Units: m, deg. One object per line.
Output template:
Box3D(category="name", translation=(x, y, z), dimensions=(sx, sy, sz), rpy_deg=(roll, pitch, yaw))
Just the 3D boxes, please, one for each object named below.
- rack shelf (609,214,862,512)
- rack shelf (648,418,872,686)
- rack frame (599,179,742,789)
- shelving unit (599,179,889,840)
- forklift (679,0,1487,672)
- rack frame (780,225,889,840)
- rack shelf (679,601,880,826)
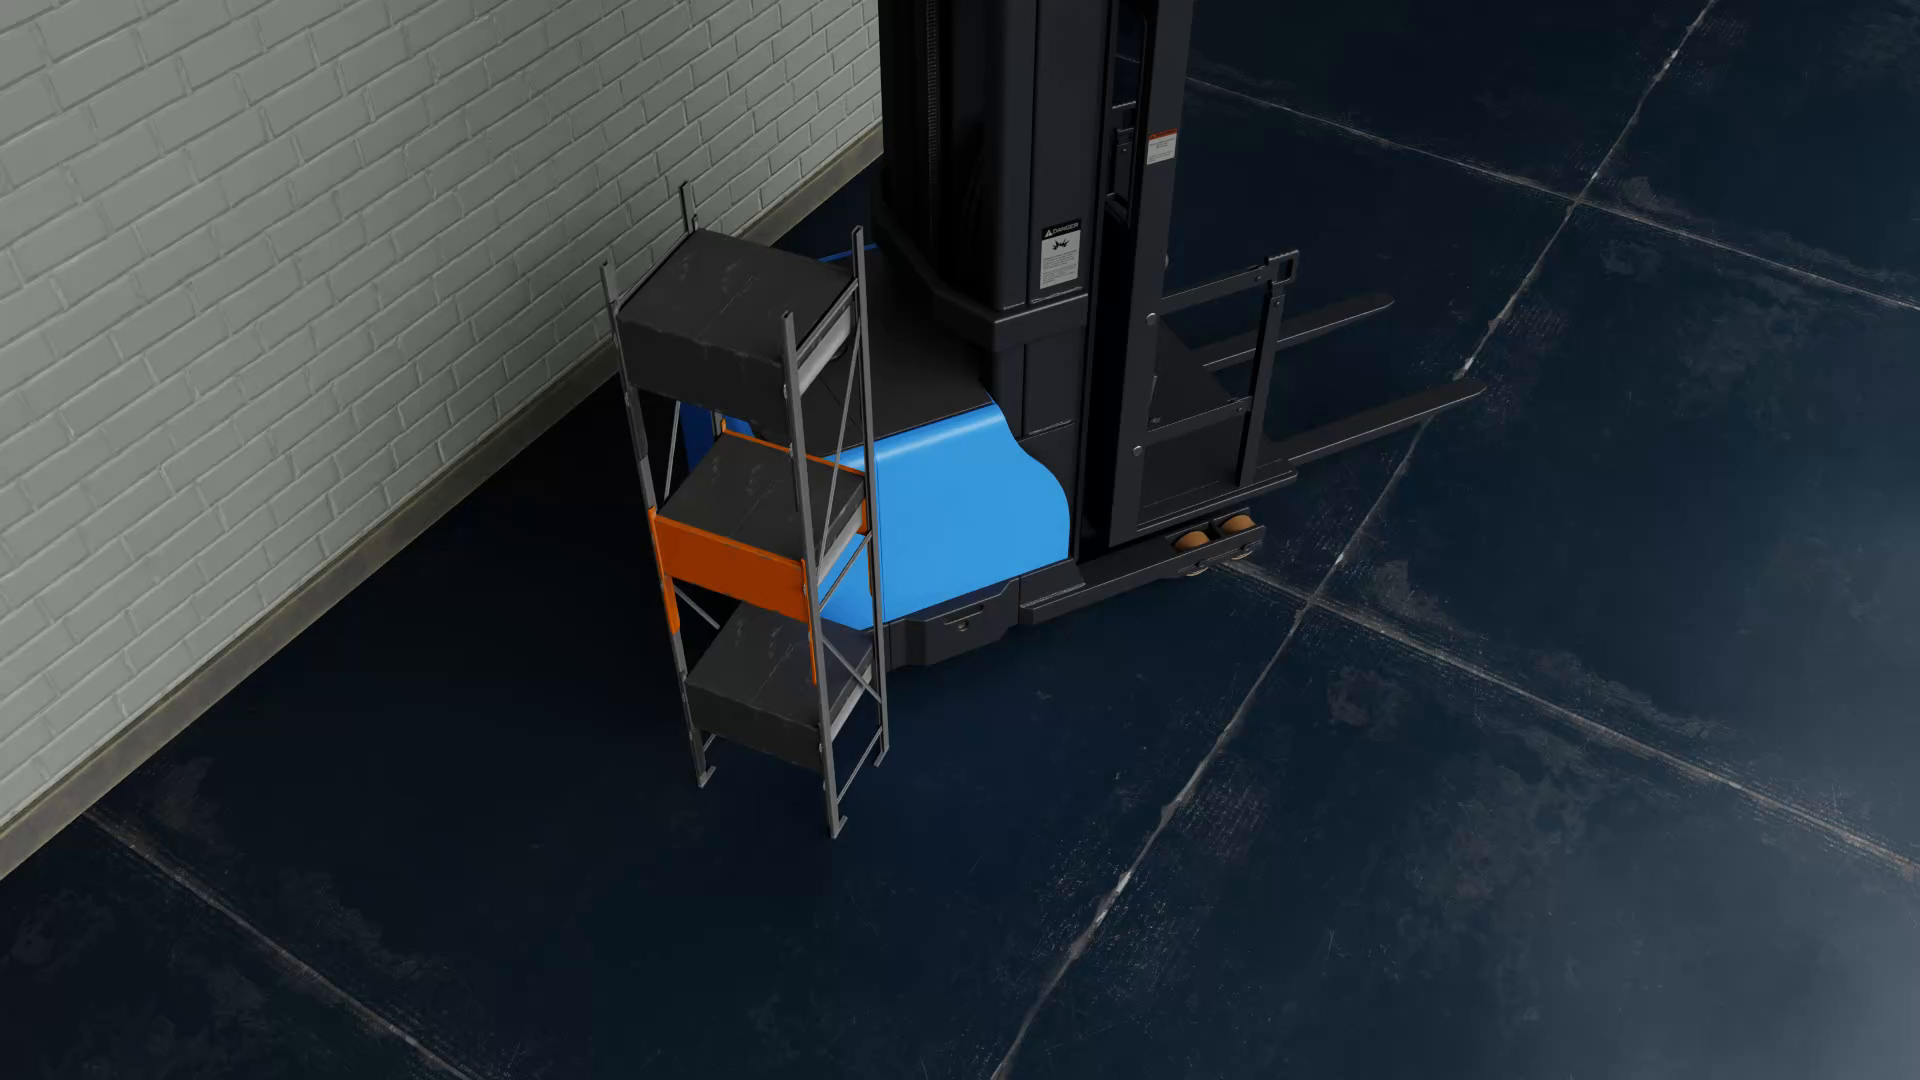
Box3D(category="rack shelf", translation=(-0.548, -0.456, 4.272), dimensions=(0.480, 0.518, 0.431), rpy_deg=(18, 48, 16))
Box3D(category="rack shelf", translation=(-0.548, 0.032, 4.774), dimensions=(0.480, 0.518, 0.431), rpy_deg=(18, 48, 16))
Box3D(category="rack frame", translation=(-0.771, -0.048, 4.833), dimensions=(0.015, 2.100, 0.400), rpy_deg=(18, 48, 16))
Box3D(category="shelving unit", translation=(-0.548, 0.023, 4.764), dimensions=(0.503, 2.100, 0.431), rpy_deg=(18, 48, 16))
Box3D(category="forklift", translation=(0.562, -1.214, 5.386), dimensions=(3.031, 2.935, 1.130), rpy_deg=(-19, 49, -18))
Box3D(category="rack frame", translation=(-0.325, 0.094, 4.695), dimensions=(0.015, 2.100, 0.400), rpy_deg=(18, 48, 16))
Box3D(category="rack shelf", translation=(-0.548, 0.520, 5.276), dimensions=(0.480, 0.518, 0.431), rpy_deg=(18, 48, 16))
